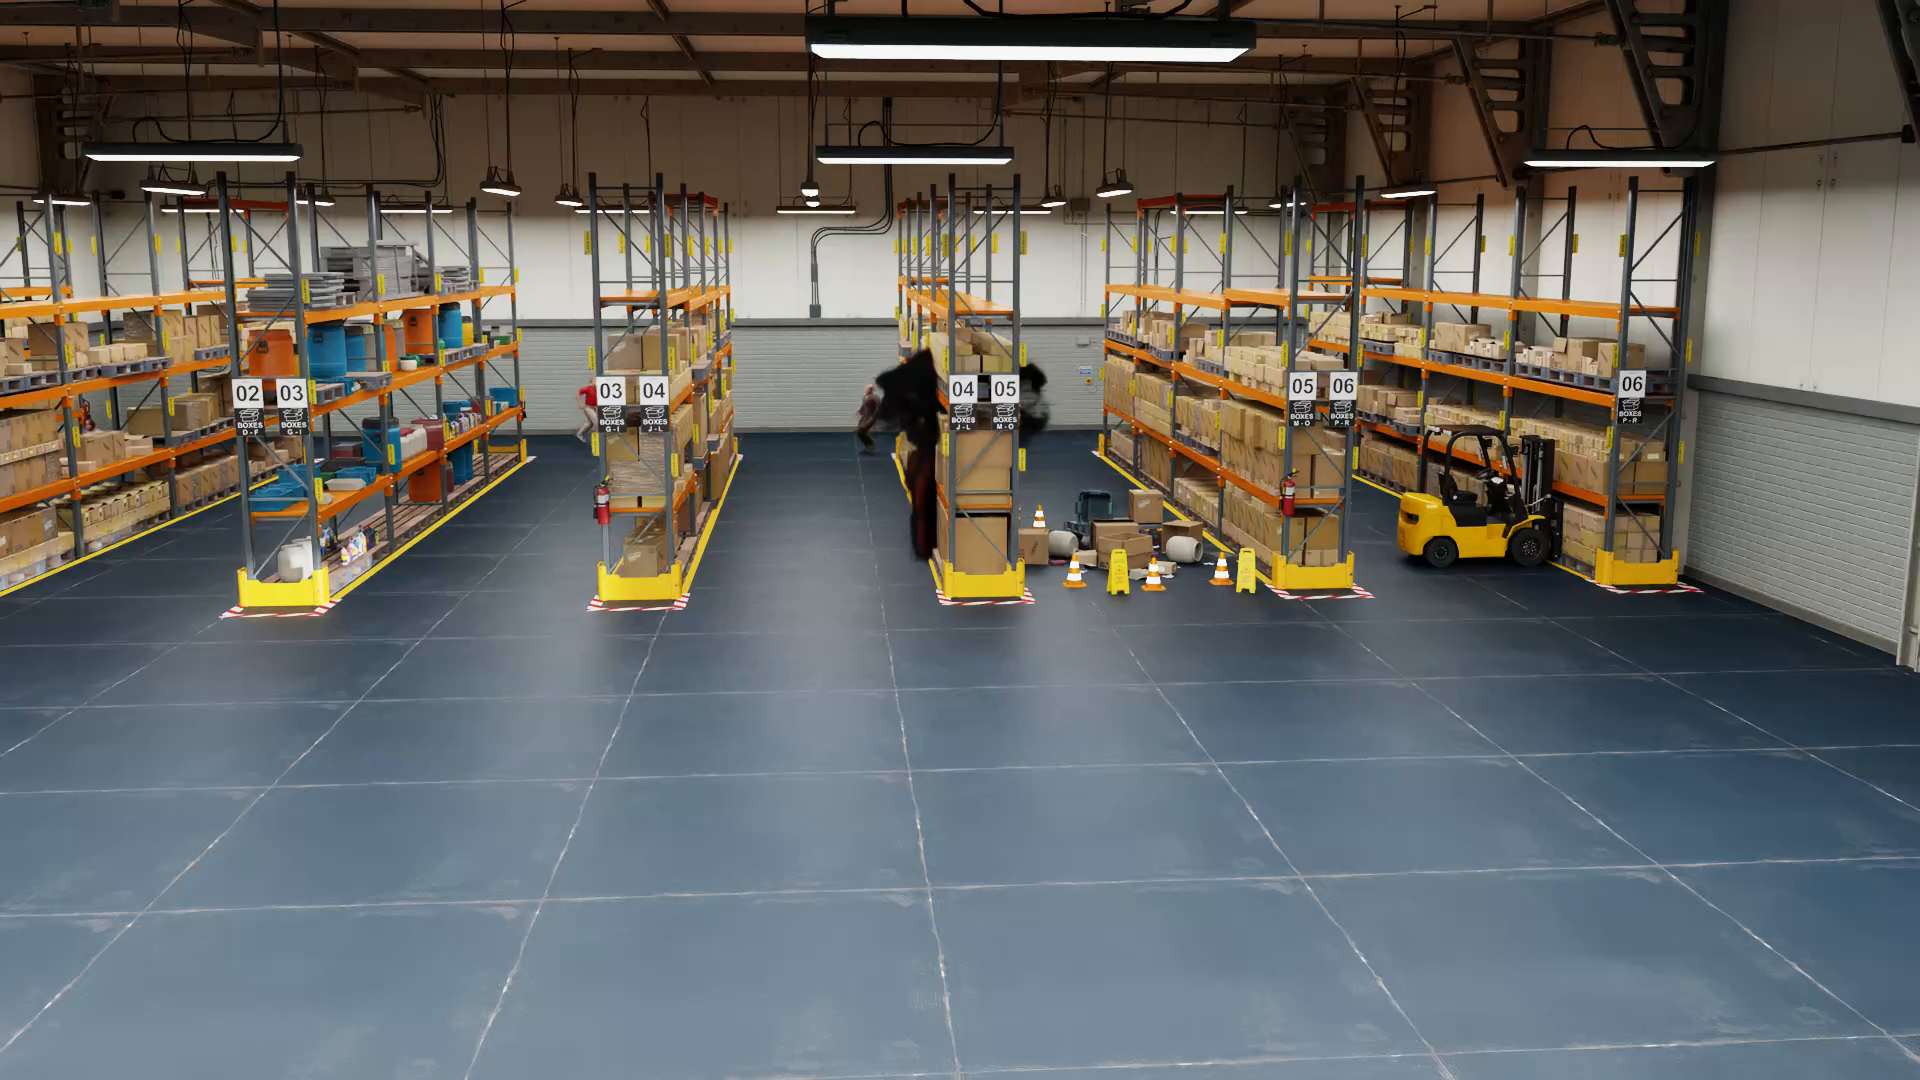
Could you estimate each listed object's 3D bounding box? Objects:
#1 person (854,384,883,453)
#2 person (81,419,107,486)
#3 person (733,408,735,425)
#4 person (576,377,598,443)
[{"bbox_3d":[-2.242,-2.939,40.400,0.582,1.718,0.774,-5,11,-25],"label":"person"},{"bbox_3d":[-17.681,-1.706,33.954,0.525,1.561,0.673,-2,10,-11],"label":"person"},{"bbox_3d":[-5.814,-2.981,40.670,0.730,1.748,0.751,1,10,4],"label":"person"},{"bbox_3d":[-9.374,-3.249,42.213,0.968,1.775,0.687,4,11,23],"label":"person"}]
